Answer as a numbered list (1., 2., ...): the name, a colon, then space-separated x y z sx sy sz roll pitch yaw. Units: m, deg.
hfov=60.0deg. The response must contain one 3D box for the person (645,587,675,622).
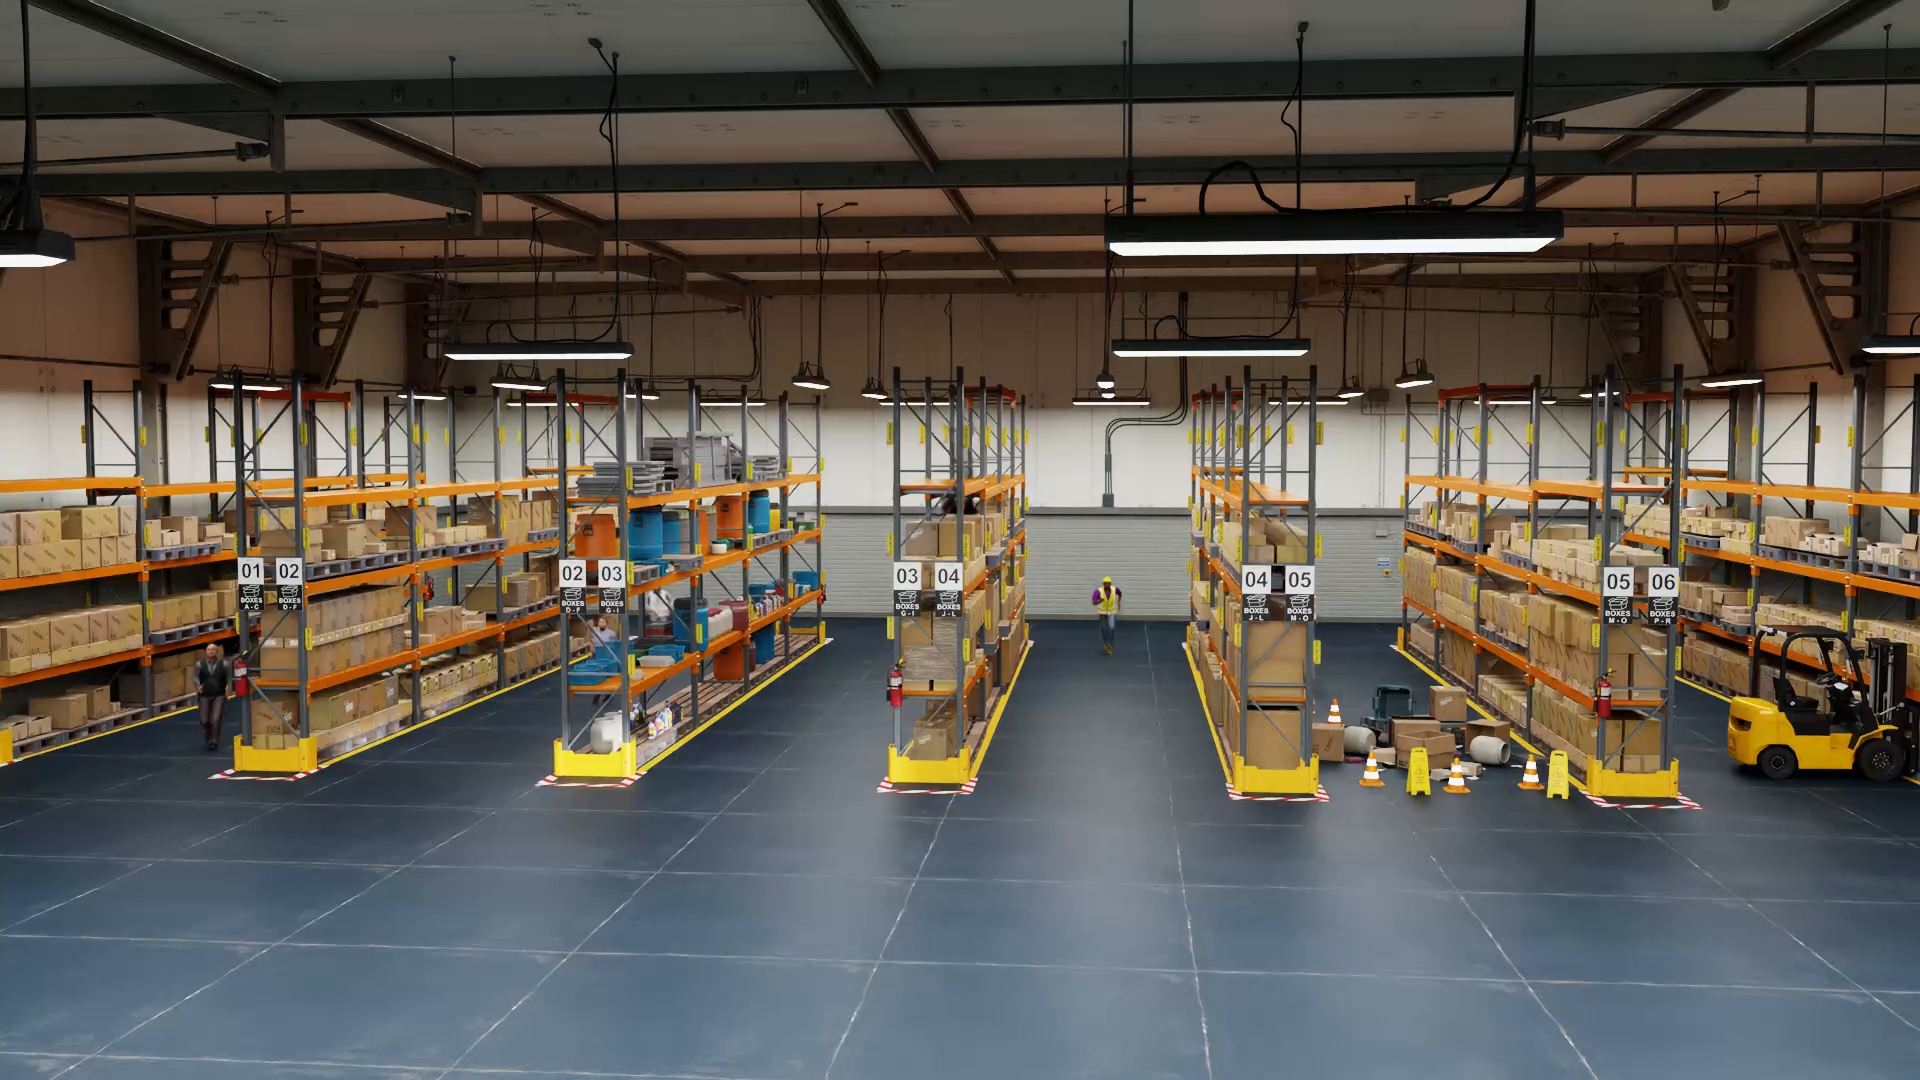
1. person: -6.968 1.753 38.486 0.690 1.719 0.533 0 4 -4

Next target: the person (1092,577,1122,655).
1. person: 3.398 1.751 38.469 0.676 1.827 0.863 0 4 5

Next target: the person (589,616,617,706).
1. person: -6.669 2.270 31.035 0.581 1.693 0.721 0 4 -2

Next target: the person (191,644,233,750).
1. person: -11.985 2.503 26.692 0.654 1.681 0.654 -1 4 -20
